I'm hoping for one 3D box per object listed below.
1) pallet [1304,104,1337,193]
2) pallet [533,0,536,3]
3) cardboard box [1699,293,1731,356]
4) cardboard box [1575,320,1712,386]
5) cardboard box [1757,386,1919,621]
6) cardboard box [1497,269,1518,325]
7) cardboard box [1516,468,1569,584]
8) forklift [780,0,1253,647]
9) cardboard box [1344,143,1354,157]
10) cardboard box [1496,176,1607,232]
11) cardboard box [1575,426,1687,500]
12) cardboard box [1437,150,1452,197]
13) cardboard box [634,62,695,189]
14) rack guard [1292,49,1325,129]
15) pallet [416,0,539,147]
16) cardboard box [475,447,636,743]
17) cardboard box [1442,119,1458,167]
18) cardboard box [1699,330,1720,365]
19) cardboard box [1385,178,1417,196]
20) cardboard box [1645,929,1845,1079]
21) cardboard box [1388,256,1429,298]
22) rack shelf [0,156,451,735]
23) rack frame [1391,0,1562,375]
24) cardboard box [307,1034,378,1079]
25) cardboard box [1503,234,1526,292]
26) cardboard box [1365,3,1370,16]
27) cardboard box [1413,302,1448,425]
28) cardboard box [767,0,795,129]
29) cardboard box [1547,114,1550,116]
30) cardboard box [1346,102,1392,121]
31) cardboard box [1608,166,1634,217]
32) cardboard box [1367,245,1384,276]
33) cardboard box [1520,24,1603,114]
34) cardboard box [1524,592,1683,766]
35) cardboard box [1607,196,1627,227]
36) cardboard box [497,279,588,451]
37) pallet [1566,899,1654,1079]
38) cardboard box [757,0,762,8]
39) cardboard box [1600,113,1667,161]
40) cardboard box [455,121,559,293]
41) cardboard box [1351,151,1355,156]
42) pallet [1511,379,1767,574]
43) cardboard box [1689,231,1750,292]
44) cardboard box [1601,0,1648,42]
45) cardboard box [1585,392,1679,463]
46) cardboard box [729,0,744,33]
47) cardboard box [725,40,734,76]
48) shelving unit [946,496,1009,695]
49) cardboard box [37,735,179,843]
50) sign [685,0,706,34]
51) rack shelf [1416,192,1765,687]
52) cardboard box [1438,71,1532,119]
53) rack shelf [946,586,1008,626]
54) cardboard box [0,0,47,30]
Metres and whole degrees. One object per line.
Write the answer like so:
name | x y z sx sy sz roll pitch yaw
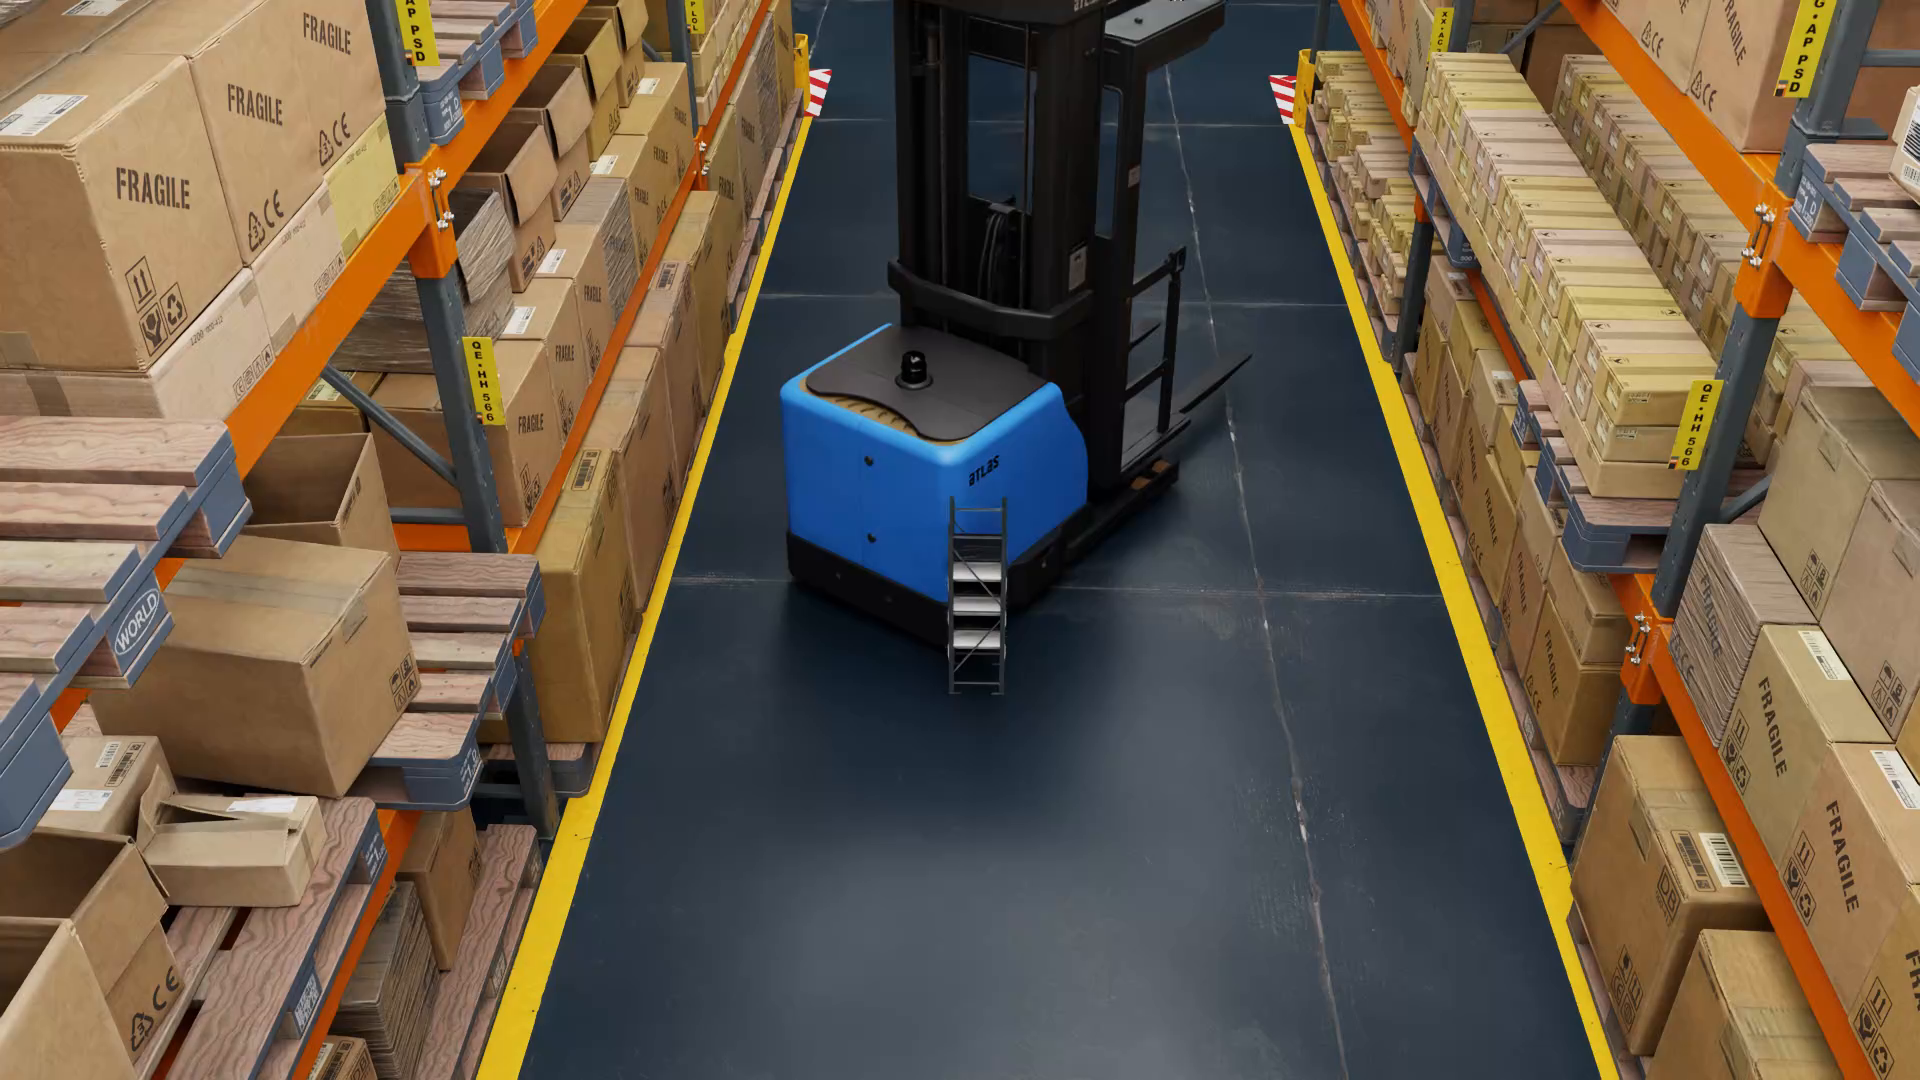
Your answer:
pallet | 3.102 -2.857 12.131 1.003 0.211 1.213 1 35 2
pallet | -2.086 -2.247 6.394 1.003 0.211 1.213 3 35 4
cardboard box | 3.098 -0.829 6.415 0.380 0.149 0.250 1 35 2
cardboard box | 2.425 -0.660 5.916 0.380 0.149 0.250 1 35 1
cardboard box | 2.824 -0.103 4.831 0.700 0.500 0.500 1 35 2
cardboard box | 2.469 -1.011 6.933 0.380 0.149 0.250 2 35 3
cardboard box | 2.626 -0.056 6.878 0.500 0.250 0.500 2 35 3
forklift | 0.474 -1.509 7.848 1.130 2.935 3.031 24 41 30
cardboard box | 2.865 -2.631 11.499 0.380 0.149 0.250 1 35 2
cardboard box | 2.479 -1.408 6.980 0.380 0.149 0.250 2 35 3
cardboard box | 2.412 -0.274 5.884 0.380 0.149 0.250 2 35 3
cardboard box | 2.518 -1.759 7.998 0.380 0.149 0.250 2 35 2
cardboard box | -1.686 -2.147 8.610 0.500 0.500 0.500 1 35 2
rack guard | 3.170 -3.441 12.711 1.175 0.500 0.348 1 35 2
pallet | -2.128 -1.604 5.480 1.213 0.211 1.003 3 35 4
cardboard box | -2.052 0.218 6.814 1.225 0.875 0.875 0 35 0
cardboard box | 2.518 -1.887 7.920 0.380 0.149 0.250 2 35 3
cardboard box | 3.102 -0.696 6.486 0.380 0.149 0.250 3 35 4
cardboard box | 2.828 -2.106 10.235 0.380 0.149 0.250 2 35 3
cardboard box | 2.705 1.688 4.831 1.050 0.750 0.750 2 35 3
cardboard box | 2.707 -1.524 9.666 0.380 0.149 0.250 2 35 3
rack shelf | -2.181 0.133 3.469 1.077 0.370 4.000 1 35 2
rack frame | 3.012 -2.209 8.784 1.000 3.000 0.127 1 35 2
cardboard box | -2.133 1.790 4.886 0.700 0.500 0.500 4 35 6
cardboard box | 2.466 -1.137 6.854 0.380 0.149 0.250 2 35 3
cardboard box | 2.852 -3.477 10.807 0.380 0.149 0.250 1 35 1
cardboard box | 2.717 -0.940 8.787 0.500 0.500 0.500 3 35 4
cardboard box | -1.725 -3.613 12.264 0.875 0.875 0.875 1 35 2
cardboard box | 3.350 -2.261 9.077 0.380 0.149 0.250 3 35 4
cardboard box | 2.835 -2.856 11.302 0.380 0.149 0.250 3 35 4
cardboard box | 3.153 -1.566 7.464 0.380 0.149 0.250 0 35 -1
cardboard box | 2.728 -1.748 10.243 0.380 0.149 0.250 0 35 0
cardboard box | 3.284 -2.650 9.067 0.500 0.500 0.500 1 35 1
cardboard box | 2.617 0.556 6.659 0.500 0.500 0.500 1 35 2
cardboard box | 3.156 -1.449 7.556 0.380 0.149 0.250 0 35 0
cardboard box | -1.791 -0.694 6.541 0.500 0.500 0.500 0 35 1
pallet | 2.745 1.681 5.674 1.003 0.211 1.213 1 35 2
cardboard box | -1.514 -3.629 11.023 0.380 0.149 0.250 1 35 2
cardboard box | 3.159 -1.833 7.585 0.380 0.149 0.250 1 35 2
cardboard box | -2.026 -1.329 6.573 0.797 0.503 0.637 2 35 3
cardboard box | 2.872 -2.741 11.397 0.380 0.149 0.250 0 35 0
pallet | 2.774 -0.244 6.156 1.213 0.211 1.003 1 35 2
cardboard box | 3.106 -1.087 6.524 0.380 0.149 0.250 3 35 4
cardboard box | 2.652 -2.088 5.916 0.500 0.500 0.500 1 35 2
cardboard box | 2.416 -0.396 5.799 0.380 0.149 0.250 2 35 3
cardboard box | -1.619 -3.289 10.193 0.500 0.250 0.500 2 35 3
cardboard box | -1.566 -2.894 9.978 0.380 0.149 0.250 0 35 1
shelving unit | 0.074 0.248 7.115 0.258 0.900 0.210 1 35 1
cardboard box | -2.398 0.764 4.320 0.500 0.250 0.500 0 35 1
sign | -1.397 -2.816 8.710 0.100 0.325 0.005 1 35 2
rack shelf | 2.932 -0.765 7.356 1.077 0.370 4.000 1 35 2
cardboard box | 2.532 -2.145 8.030 0.380 0.149 0.250 2 35 3
rack shelf | 0.074 0.275 7.134 0.258 0.077 0.200 1 35 1
cardboard box | -2.400 -1.001 3.935 0.500 0.500 0.500 2 35 2
